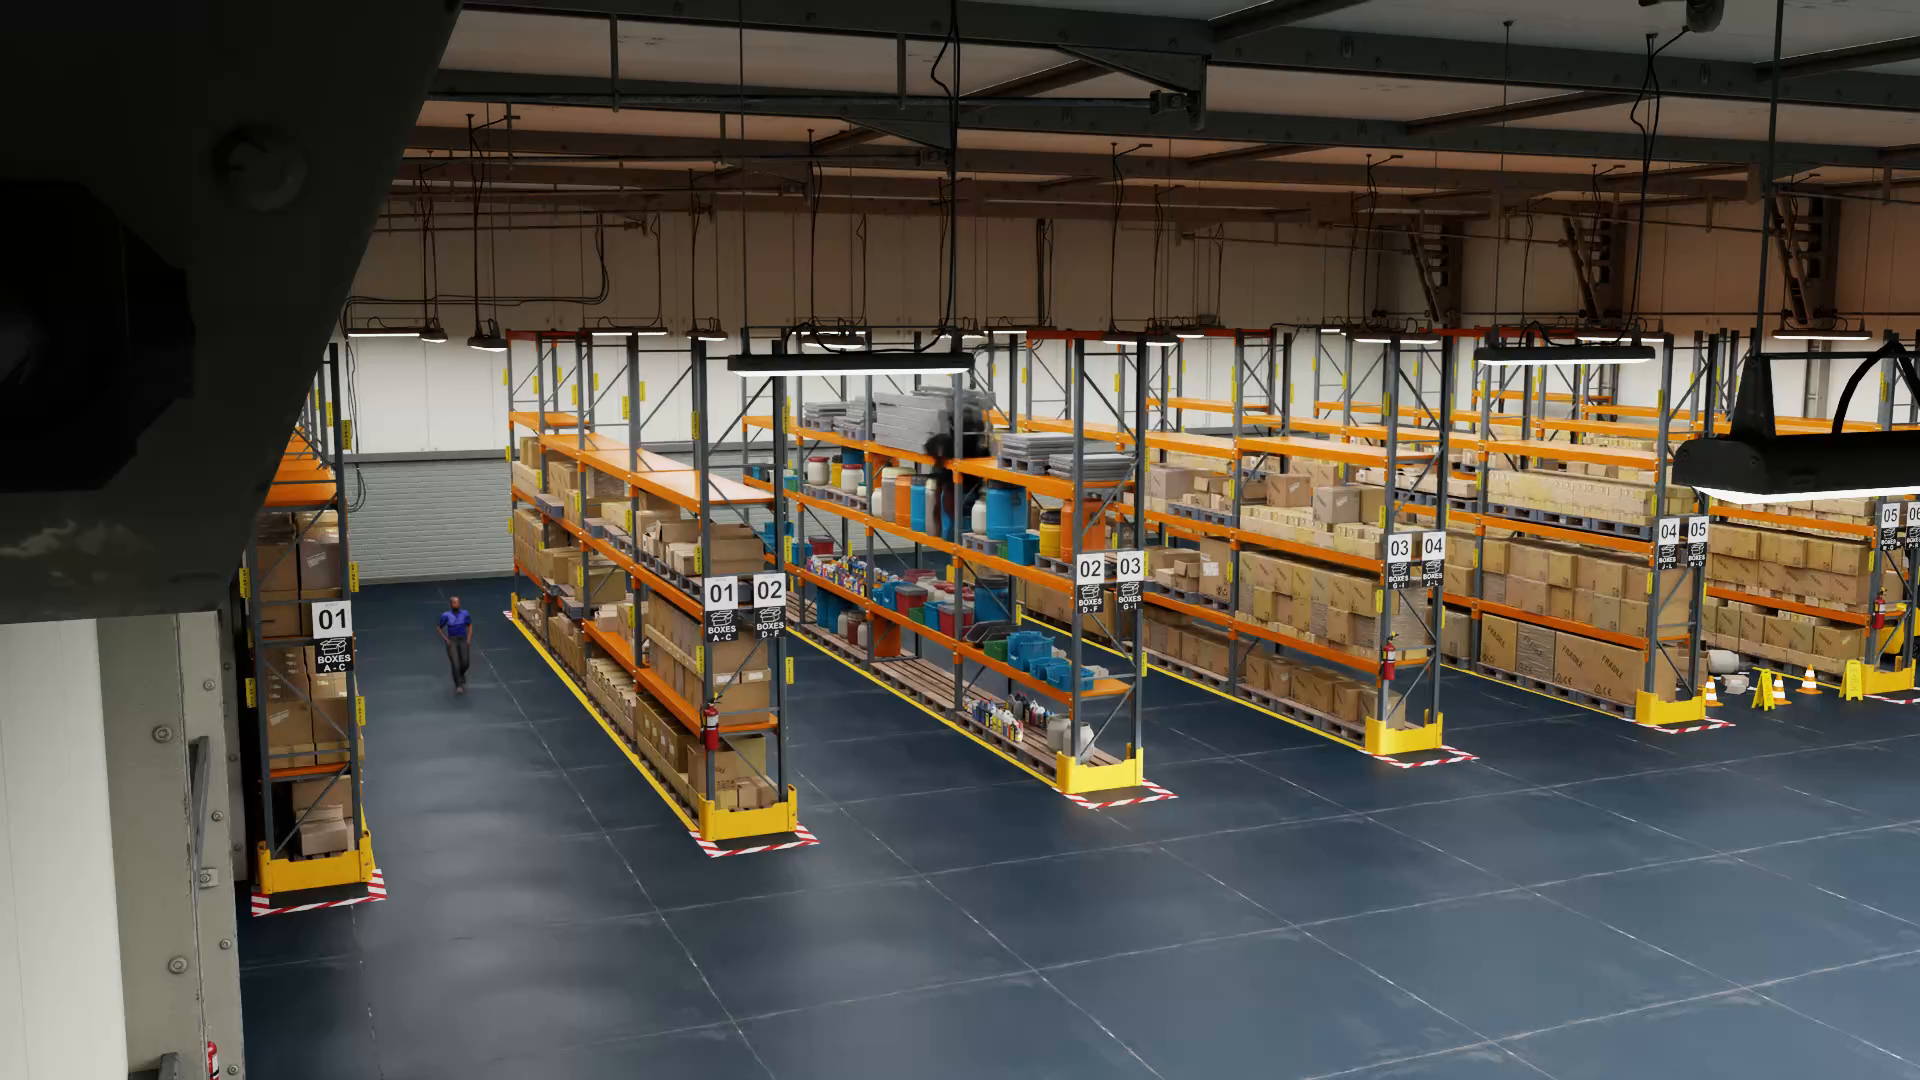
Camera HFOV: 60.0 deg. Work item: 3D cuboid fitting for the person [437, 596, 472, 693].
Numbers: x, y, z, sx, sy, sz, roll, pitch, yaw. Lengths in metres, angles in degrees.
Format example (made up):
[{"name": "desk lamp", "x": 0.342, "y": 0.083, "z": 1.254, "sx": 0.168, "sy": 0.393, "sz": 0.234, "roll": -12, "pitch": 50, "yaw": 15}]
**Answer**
[{"name": "person", "x": -8.492, "y": 1.740, "z": 27.981, "sx": 0.594, "sy": 1.627, "sz": 0.555, "roll": -4, "pitch": 9, "yaw": -28}]
